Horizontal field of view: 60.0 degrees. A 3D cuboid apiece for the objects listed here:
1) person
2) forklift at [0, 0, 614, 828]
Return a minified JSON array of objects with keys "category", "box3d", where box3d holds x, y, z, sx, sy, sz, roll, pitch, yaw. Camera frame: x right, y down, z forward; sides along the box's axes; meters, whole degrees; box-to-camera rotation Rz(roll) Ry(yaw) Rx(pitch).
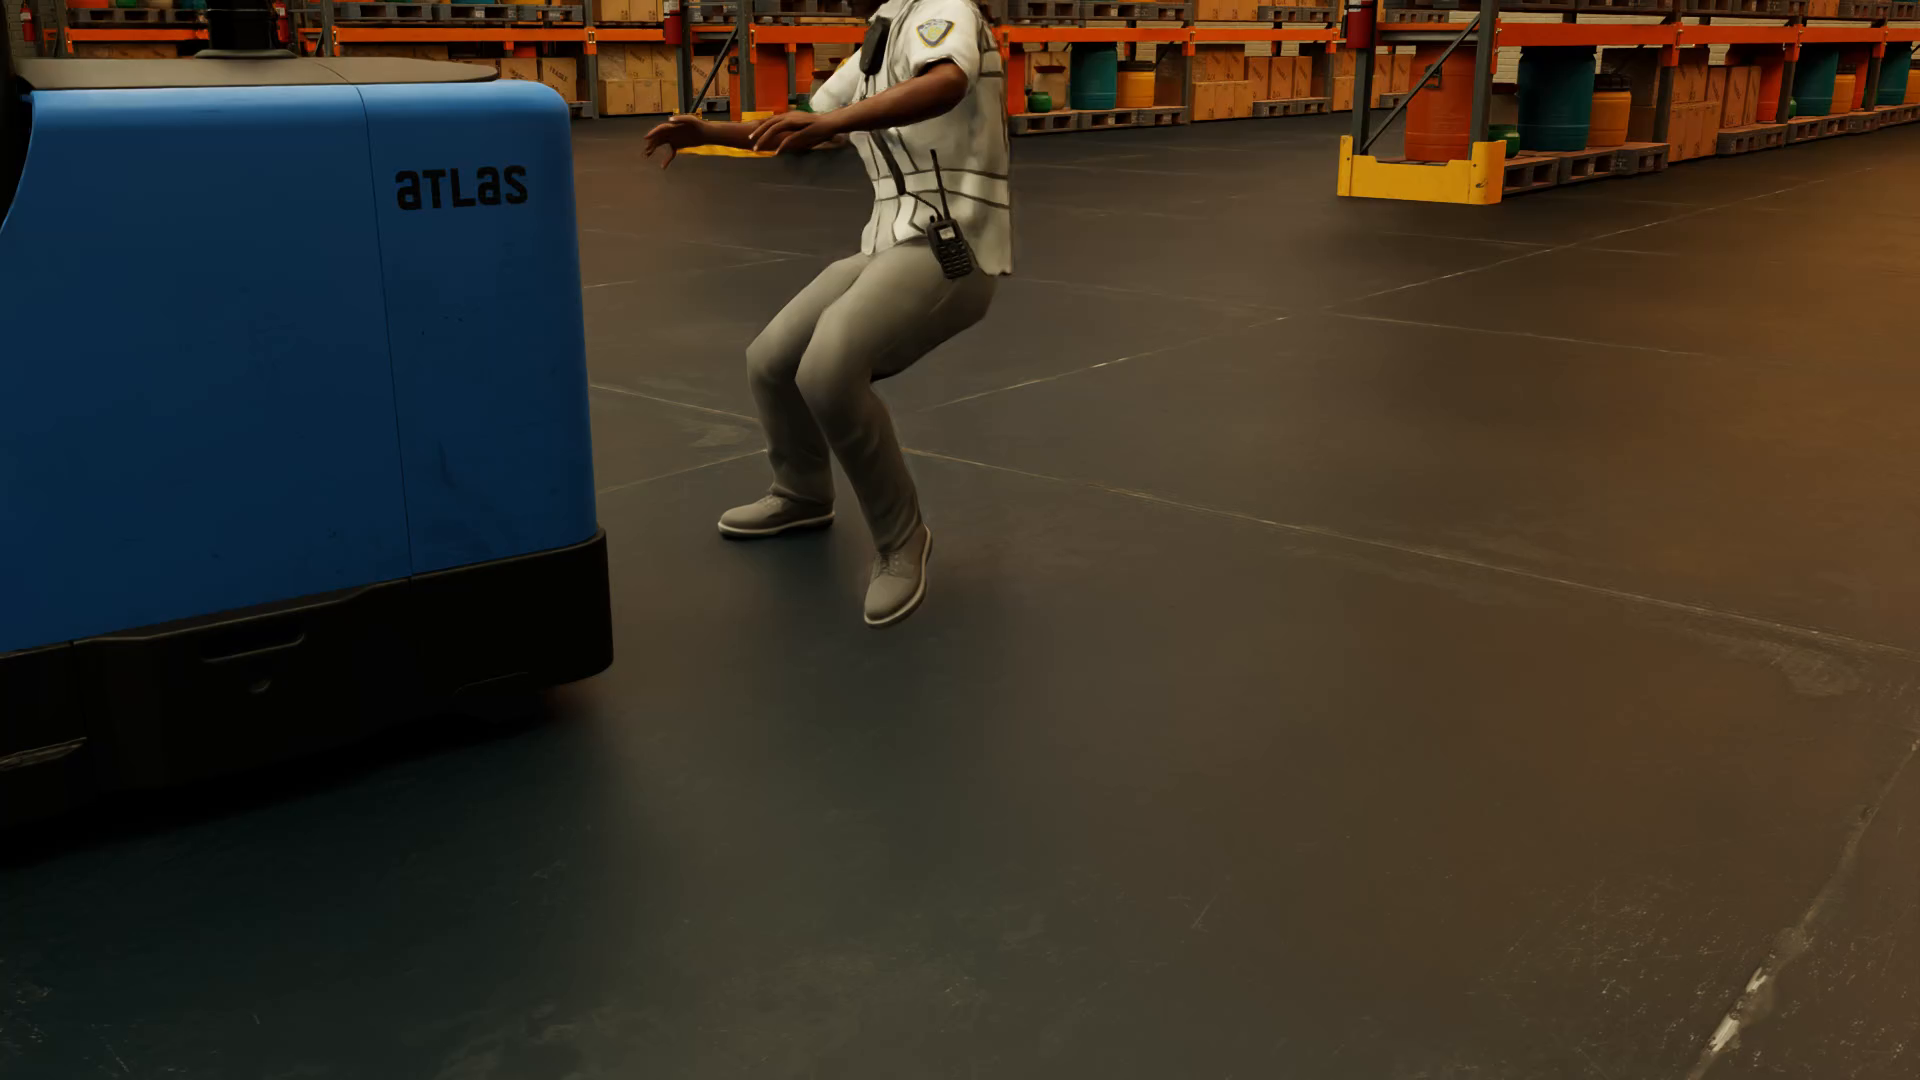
[{"category":"person","box3d":[-0.264,-0.611,3.464,0.728,1.447,0.942,-5,17,-15]},{"category":"forklift","box3d":[-2.104,-0.965,2.077,3.031,2.935,1.130,-12,21,-35]}]
